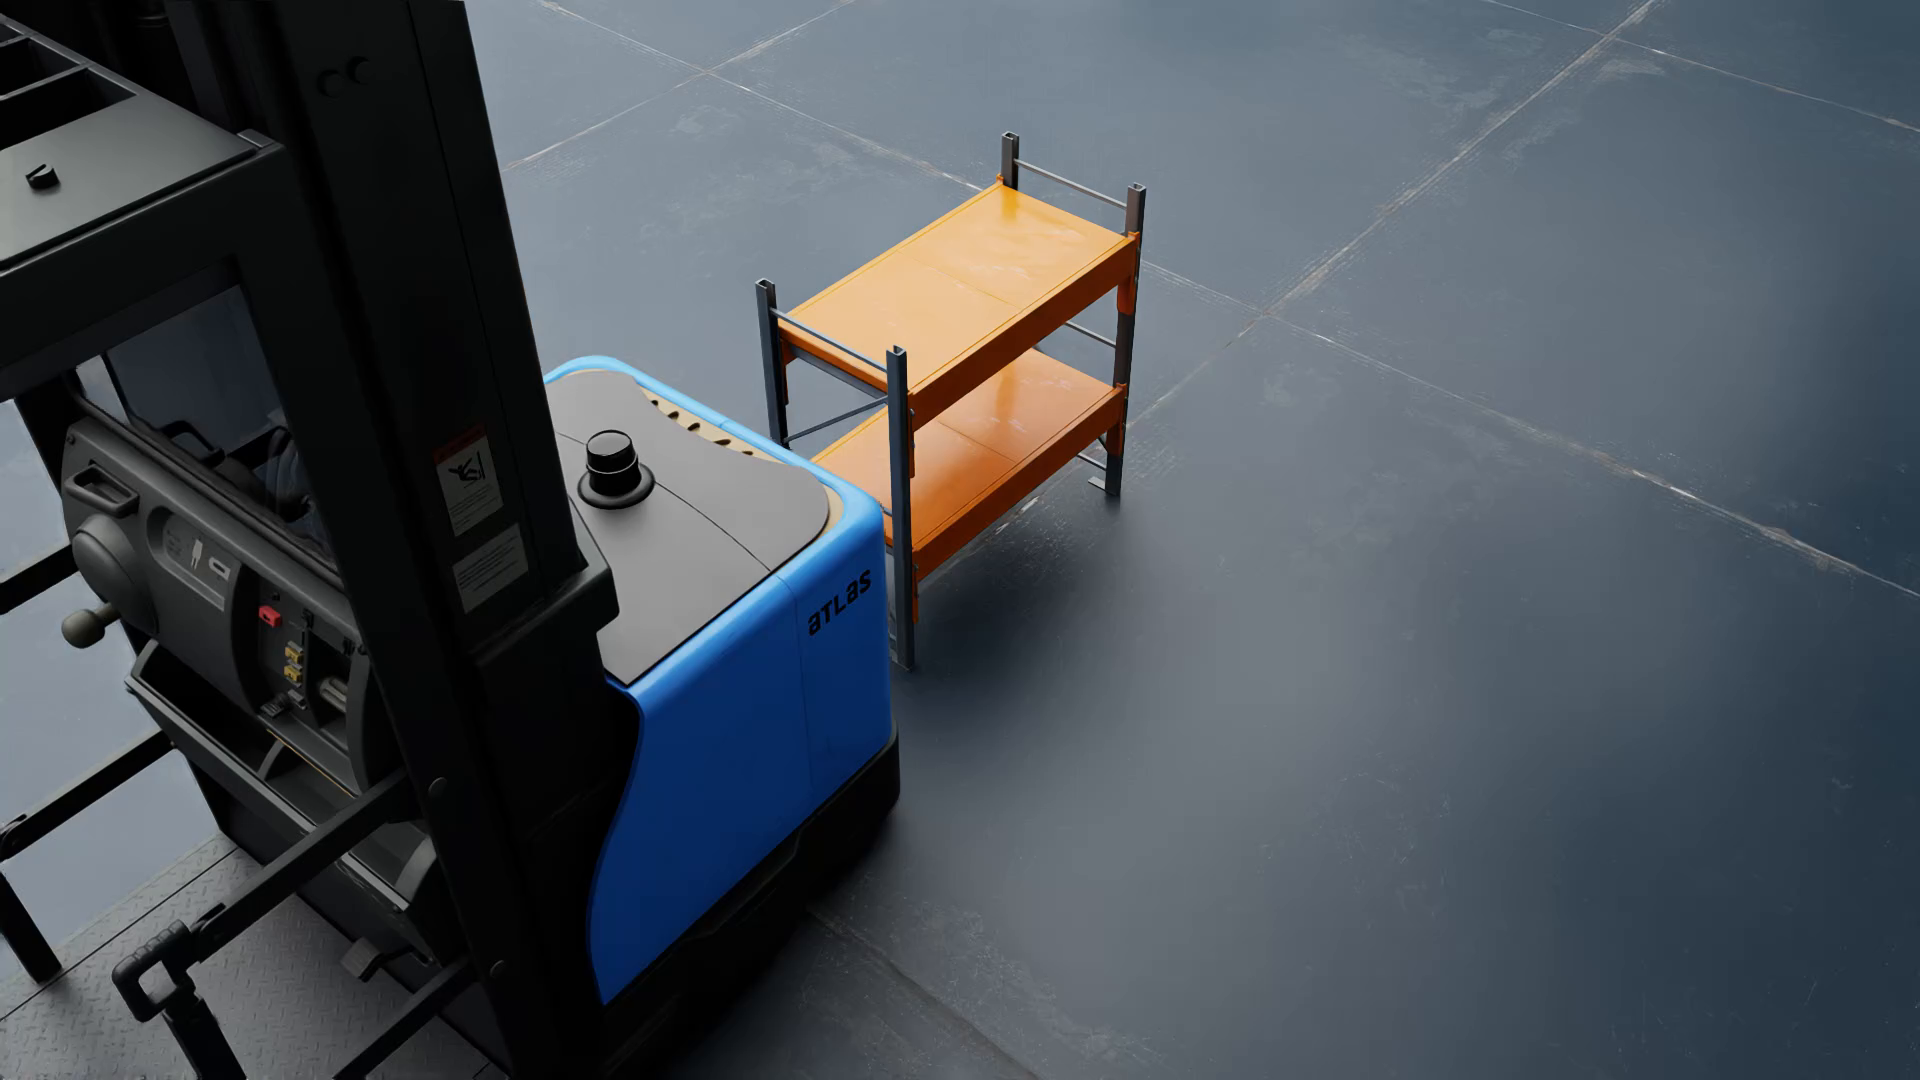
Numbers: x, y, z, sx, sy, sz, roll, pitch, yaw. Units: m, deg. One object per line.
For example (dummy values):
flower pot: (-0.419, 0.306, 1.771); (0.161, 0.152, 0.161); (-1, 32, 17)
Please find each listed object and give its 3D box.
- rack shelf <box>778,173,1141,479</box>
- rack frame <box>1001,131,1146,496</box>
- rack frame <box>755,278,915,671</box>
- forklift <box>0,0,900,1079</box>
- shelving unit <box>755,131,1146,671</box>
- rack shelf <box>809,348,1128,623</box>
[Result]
rack shelf: (-0.004, -0.629, 4.671); (0.538, 0.278, 1.000); (29, 50, 28)
rack frame: (0.323, -0.674, 5.156); (0.500, 1.125, 0.032); (29, 50, 28)
rack frame: (-0.332, -0.151, 4.580); (0.500, 1.125, 0.032); (29, 50, 28)
forklift: (-1.465, 0.199, 2.853); (1.130, 2.935, 3.031); (28, 49, 27)
shelving unit: (-0.004, -0.413, 4.868); (0.538, 1.125, 1.048); (29, 50, 28)
rack shelf: (-0.004, -0.232, 5.032); (0.538, 0.278, 1.000); (29, 50, 28)
